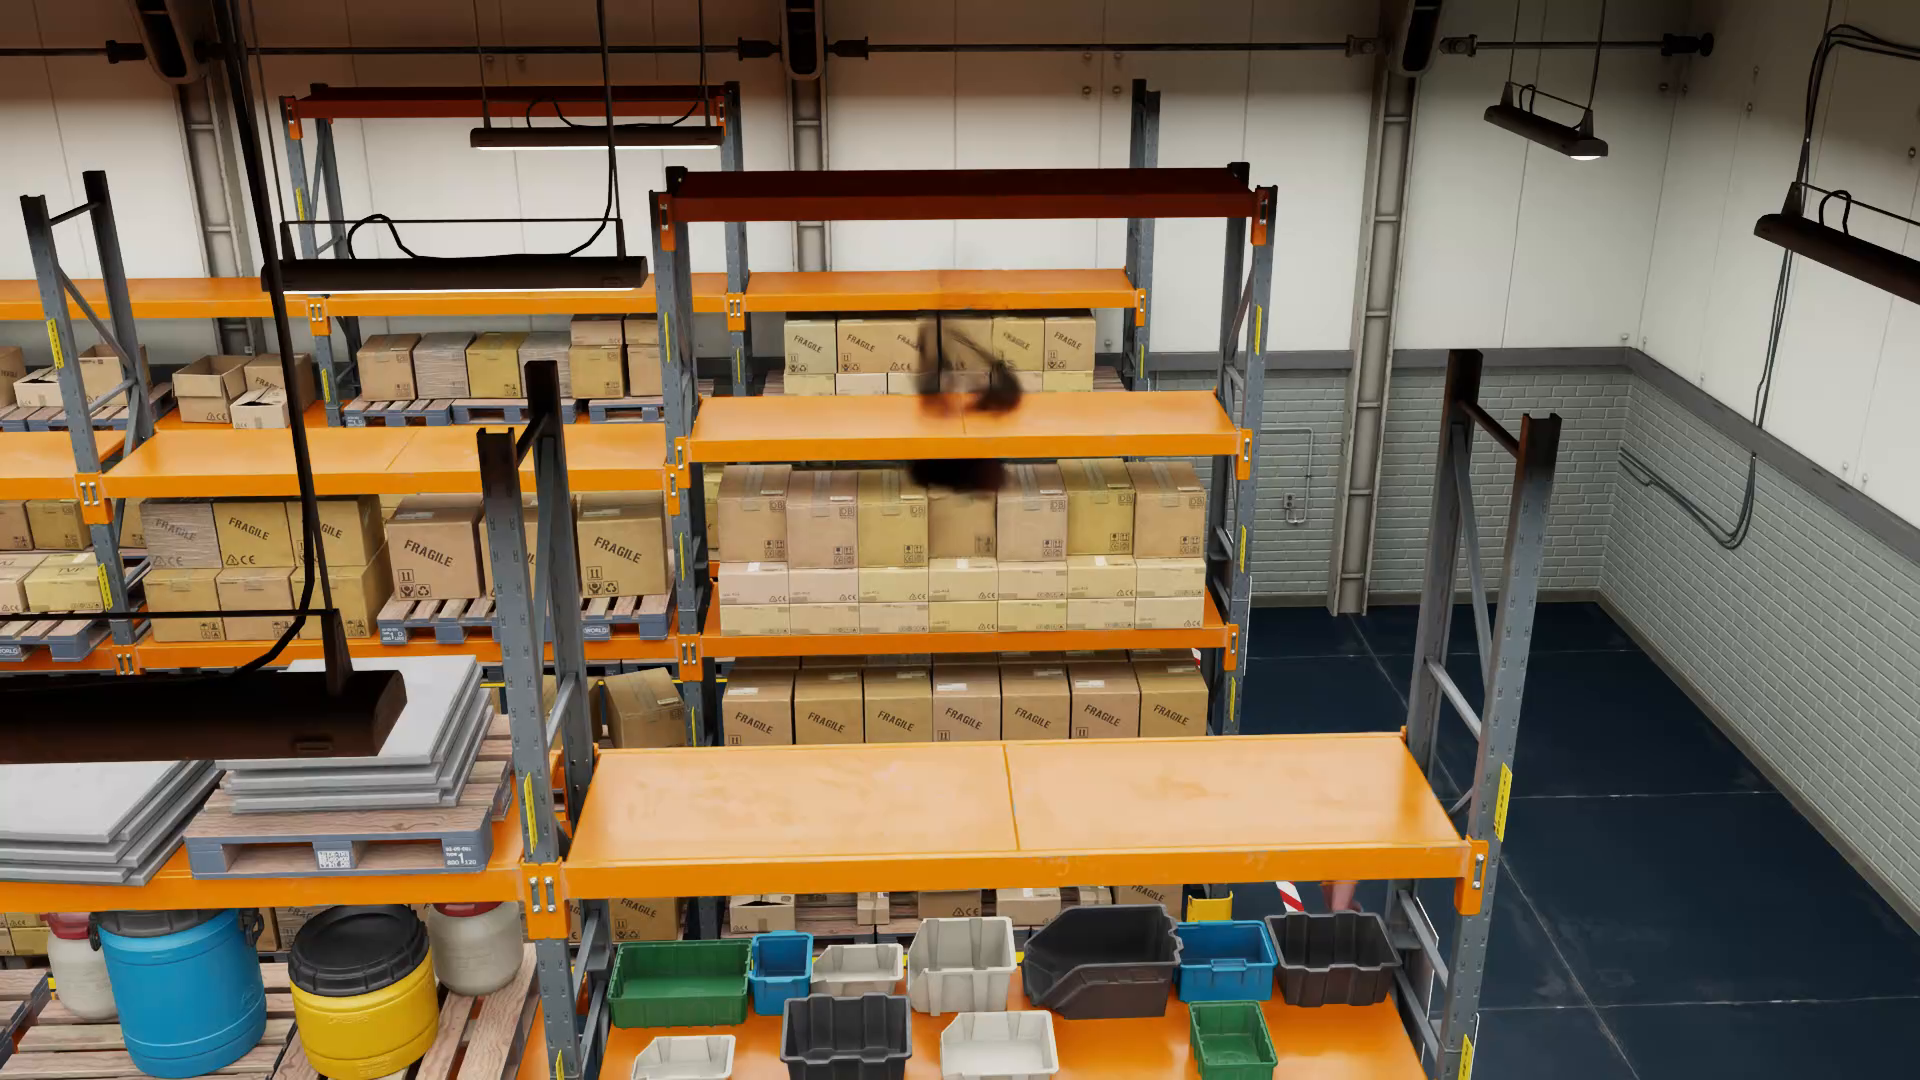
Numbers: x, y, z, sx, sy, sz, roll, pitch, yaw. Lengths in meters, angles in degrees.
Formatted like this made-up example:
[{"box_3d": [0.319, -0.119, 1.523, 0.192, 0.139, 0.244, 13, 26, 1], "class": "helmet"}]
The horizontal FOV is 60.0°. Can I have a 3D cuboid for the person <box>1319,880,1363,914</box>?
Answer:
[{"box_3d": [2.859, 2.502, 12.710, 0.595, 1.650, 0.984, 15, 27, 33], "class": "person"}]
